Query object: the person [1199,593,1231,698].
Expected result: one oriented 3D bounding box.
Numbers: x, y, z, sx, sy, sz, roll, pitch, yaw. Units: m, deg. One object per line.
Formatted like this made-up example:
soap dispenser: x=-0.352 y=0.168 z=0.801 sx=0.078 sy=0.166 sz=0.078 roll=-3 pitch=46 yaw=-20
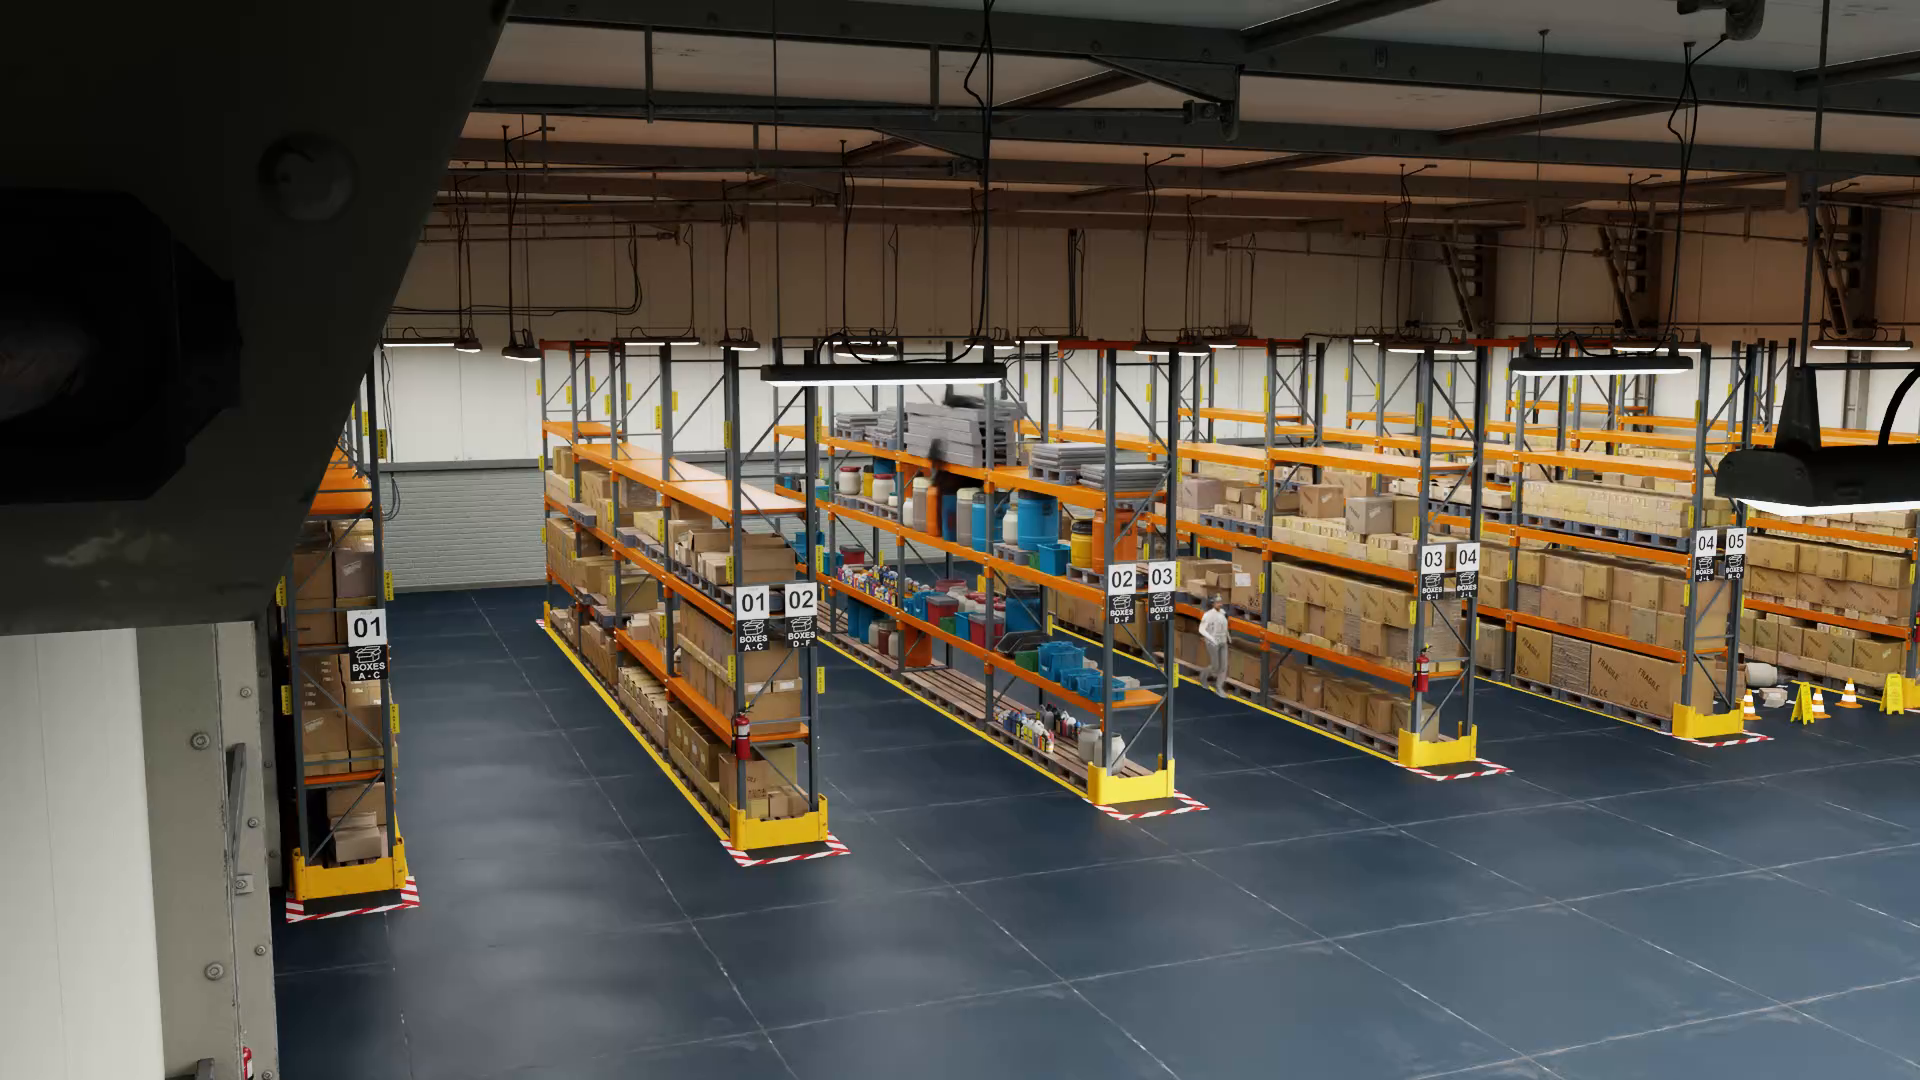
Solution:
person: x=4.190 y=1.698 z=27.163 sx=0.617 sy=1.695 sz=0.664 roll=-4 pitch=8 yaw=-28
